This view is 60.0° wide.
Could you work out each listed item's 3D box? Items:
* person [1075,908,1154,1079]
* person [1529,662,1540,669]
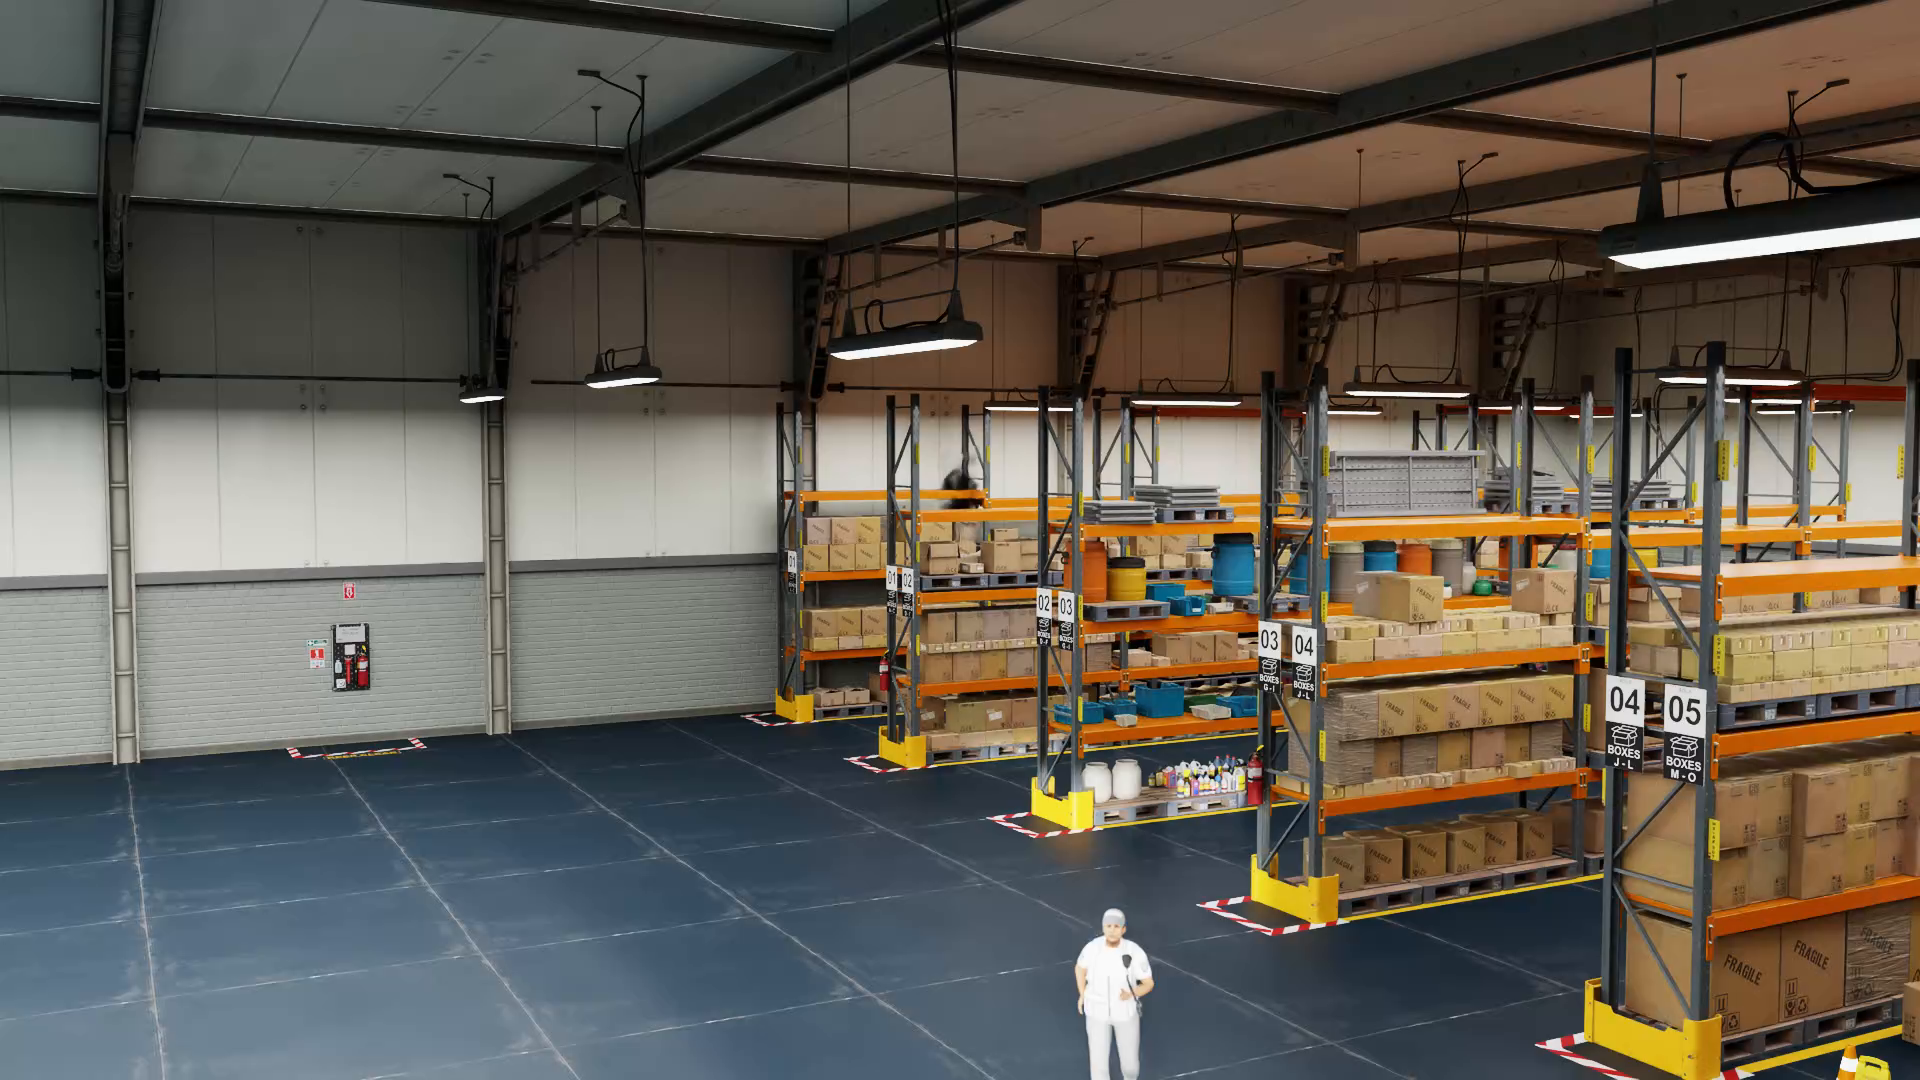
[{"bbox_3d":[1.165,3.620,12.681,0.619,1.638,0.862,1,3,10],"label":"person"},{"bbox_3d":[10.613,2.566,30.964,0.941,1.644,0.575,-2,4,-33],"label":"person"}]
